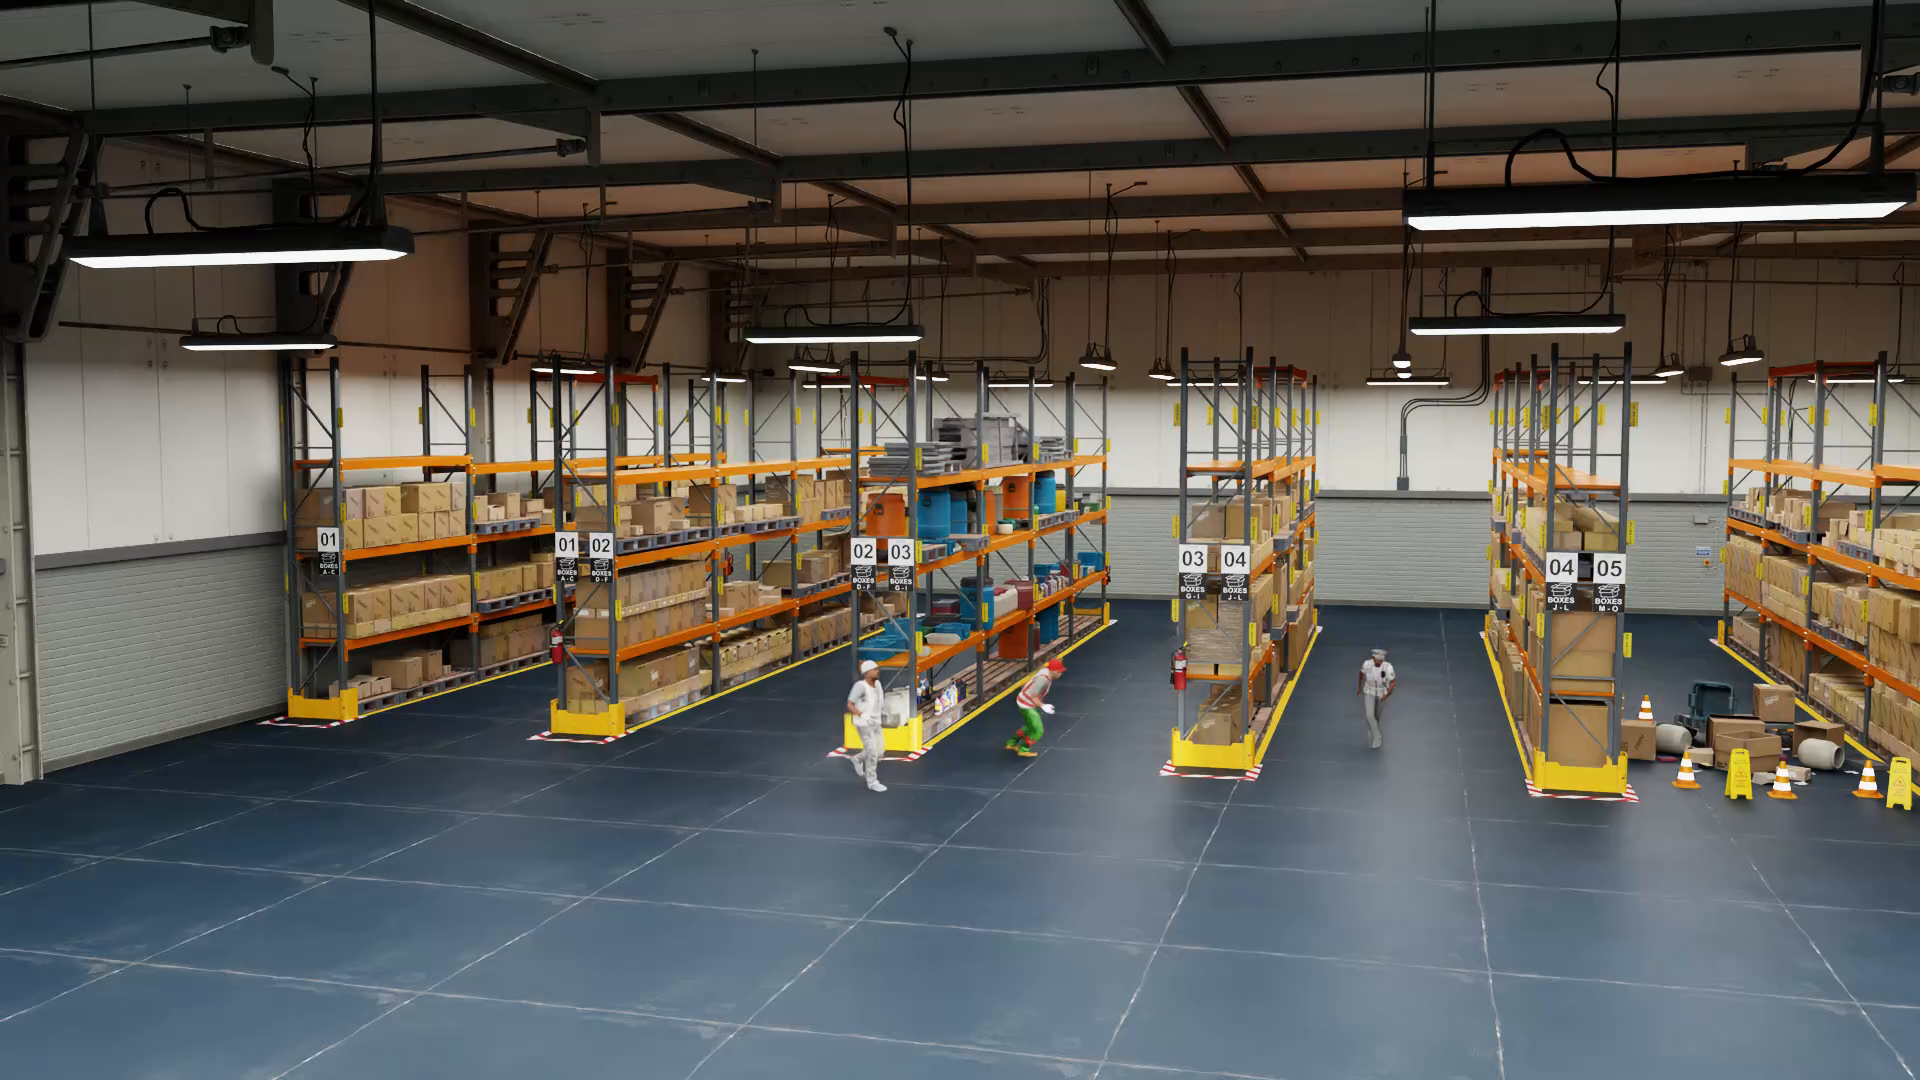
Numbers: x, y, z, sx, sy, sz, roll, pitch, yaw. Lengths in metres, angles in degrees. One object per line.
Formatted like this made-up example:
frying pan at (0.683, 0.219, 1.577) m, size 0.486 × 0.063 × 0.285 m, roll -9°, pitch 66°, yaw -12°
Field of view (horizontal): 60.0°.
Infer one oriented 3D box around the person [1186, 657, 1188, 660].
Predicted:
person at (4.761, 1.665, 34.135) m, size 0.723 × 1.640 × 0.807 m, roll -4°, pitch 6°, yaw -41°

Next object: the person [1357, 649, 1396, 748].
person at (6.384, 2.369, 25.502) m, size 0.585 × 1.505 × 1.045 m, roll 1°, pitch 4°, yaw 15°

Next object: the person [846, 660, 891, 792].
person at (-1.271, 2.493, 22.407) m, size 0.641 × 1.758 × 0.682 m, roll 3°, pitch 5°, yaw 36°

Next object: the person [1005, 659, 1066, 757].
person at (1.095, 2.465, 24.433) m, size 0.979 × 1.503 × 0.685 m, roll 1°, pitch 4°, yaw 14°
